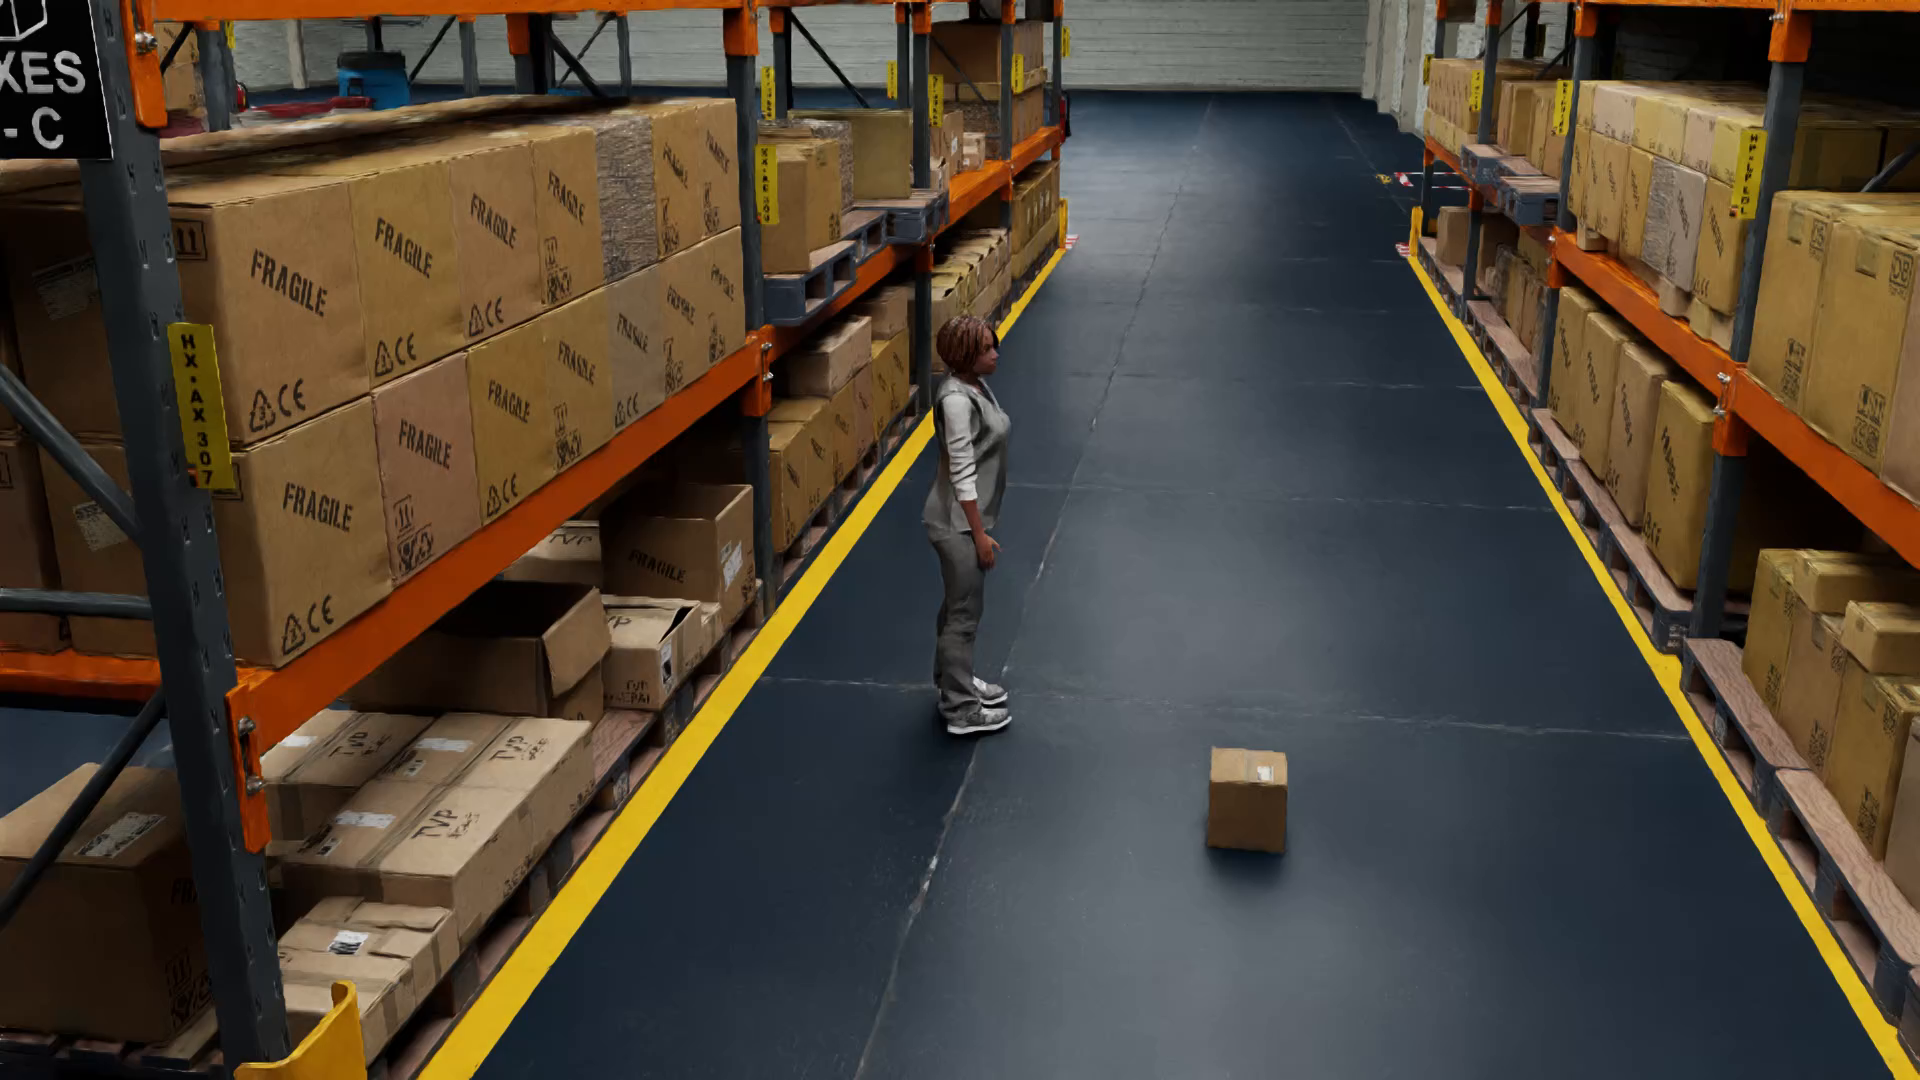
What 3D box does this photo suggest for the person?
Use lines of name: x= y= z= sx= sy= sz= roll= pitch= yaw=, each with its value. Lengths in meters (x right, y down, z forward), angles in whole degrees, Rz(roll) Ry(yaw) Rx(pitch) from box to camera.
person: x=0.033 y=-0.066 z=6.230 sx=0.341 sy=1.600 sz=0.447 roll=2 pitch=18 yaw=7
